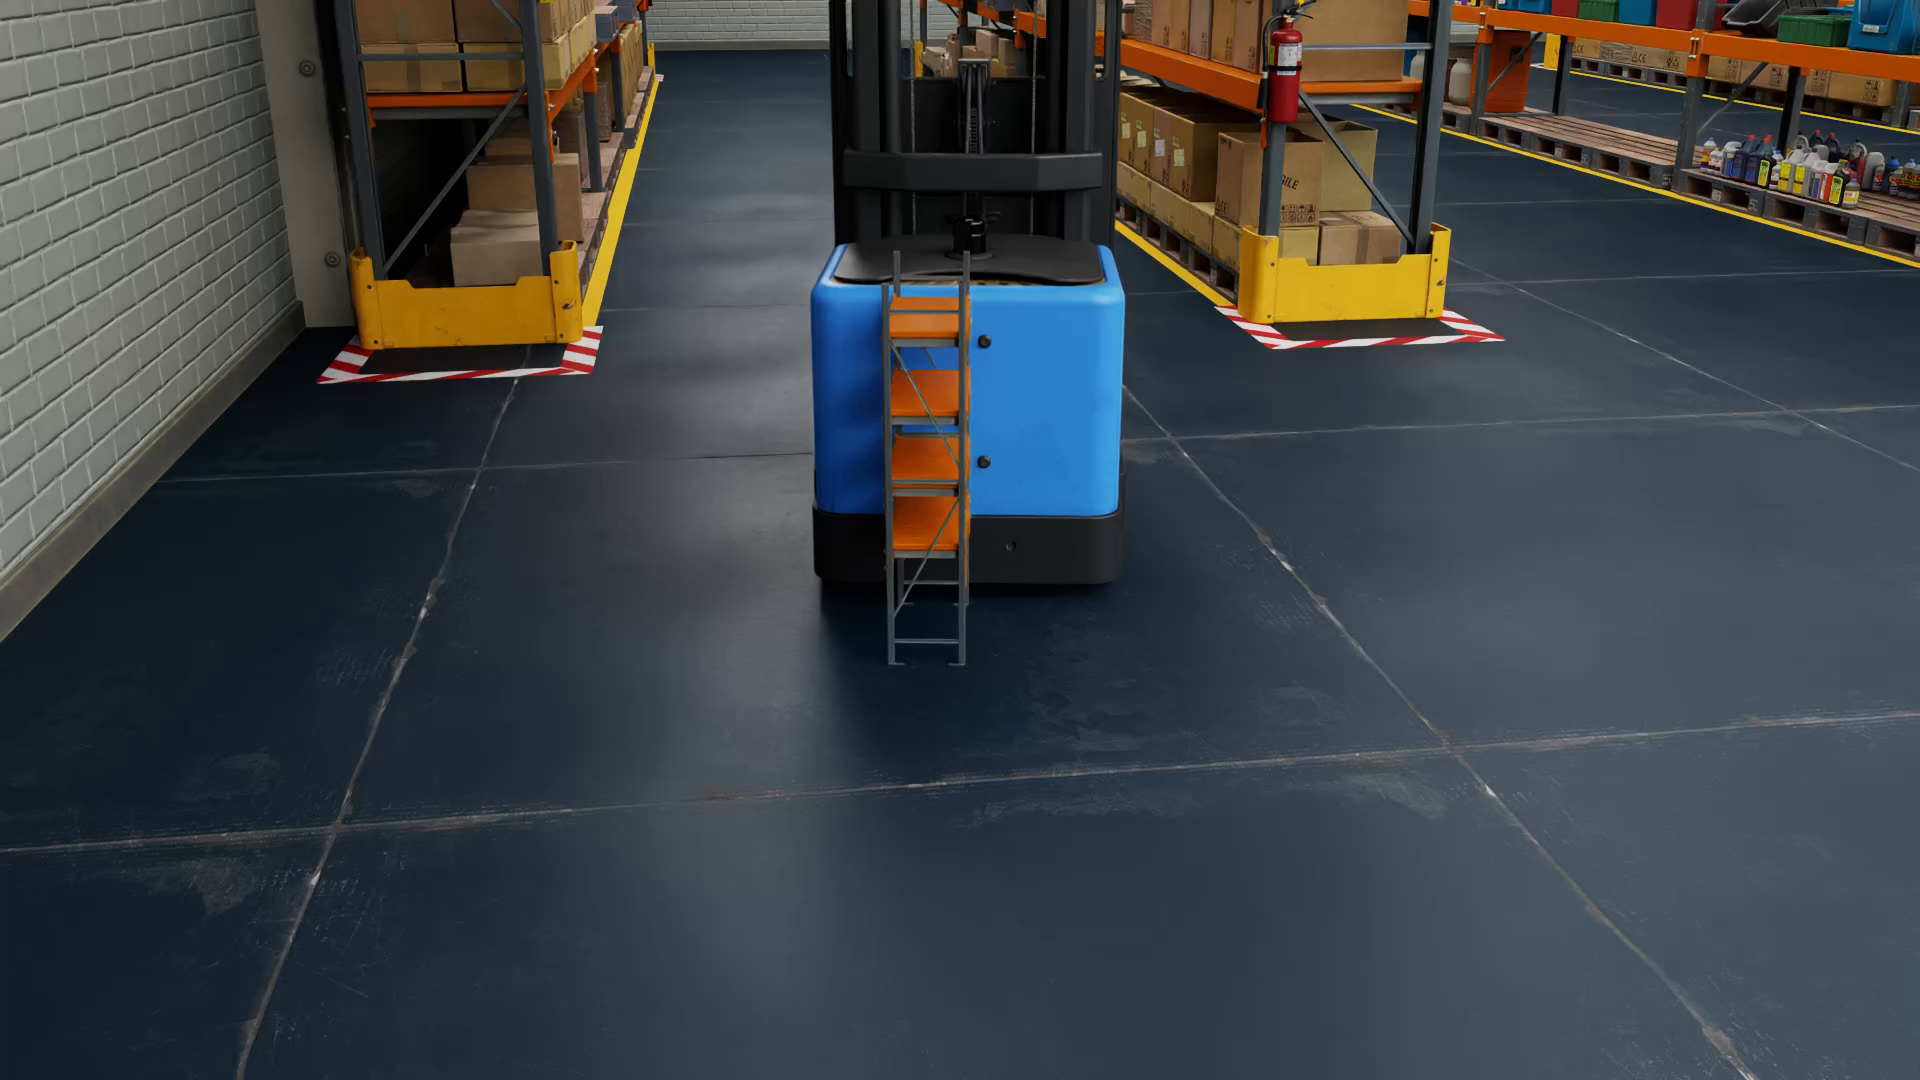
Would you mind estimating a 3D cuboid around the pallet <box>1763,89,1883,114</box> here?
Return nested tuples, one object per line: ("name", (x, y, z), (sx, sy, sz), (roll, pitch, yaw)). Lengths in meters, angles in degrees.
("pallet", (10.665, -5.402, 20.378), (1.003, 0.211, 1.213), (-3, 21, -8))

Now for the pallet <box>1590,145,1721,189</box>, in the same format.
("pallet", (6.400, -3.339, 14.855), (1.003, 0.211, 1.213), (-3, 21, -8))

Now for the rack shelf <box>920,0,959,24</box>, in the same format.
("rack shelf", (0.208, -7.252, 22.375), (1.077, 0.370, 4.000), (-3, 21, -8))

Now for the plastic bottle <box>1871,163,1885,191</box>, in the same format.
("plastic bottle", (7.068, -2.788, 12.764), (0.097, 0.201, 0.097), (0, 20, 0))

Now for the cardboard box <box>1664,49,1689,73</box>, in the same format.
("cardboard box", (10.284, -6.829, 22.650), (0.875, 0.875, 0.875), (-3, 21, -8))

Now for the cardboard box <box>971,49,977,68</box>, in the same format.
("cardboard box", (0.413, -5.568, 19.781), (0.500, 0.500, 0.500), (-3, 21, -7))

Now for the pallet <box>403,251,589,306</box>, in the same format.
("pallet", (-2.768, -1.494, 9.914), (1.003, 0.211, 1.213), (-3, 21, -8))

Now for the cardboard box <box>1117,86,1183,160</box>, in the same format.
("cardboard box", (1.407, -3.211, 12.783), (0.500, 0.500, 0.500), (-3, 21, -8))

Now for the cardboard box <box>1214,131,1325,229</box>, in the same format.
("cardboard box", (1.855, -2.173, 10.004), (0.500, 0.500, 0.500), (-3, 21, -8))

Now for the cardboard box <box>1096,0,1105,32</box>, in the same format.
("cardboard box", (1.341, -4.359, 13.792), (0.396, 0.266, 0.258), (-3, 21, -9))

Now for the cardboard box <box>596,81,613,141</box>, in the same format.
("cardboard box", (-3.673, -4.049, 15.714), (0.700, 0.500, 0.500), (-3, 21, -7))

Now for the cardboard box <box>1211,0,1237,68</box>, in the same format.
("cardboard box", (2.025, -3.305, 10.635), (0.700, 0.500, 0.500), (-3, 21, -7))

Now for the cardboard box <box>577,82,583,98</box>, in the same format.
("cardboard box", (-3.574, -4.022, 14.570), (0.500, 0.250, 0.500), (-3, 21, -8))

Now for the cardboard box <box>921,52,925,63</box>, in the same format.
("cardboard box", (-0.360, -6.990, 24.090), (0.380, 0.149, 0.250), (-3, 21, -8))

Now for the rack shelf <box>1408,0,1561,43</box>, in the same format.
("rack shelf", (5.687, -6.116, 19.332), (1.077, 0.370, 4.000), (-3, 21, -8))

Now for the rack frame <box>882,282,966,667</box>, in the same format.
("rack frame", (-0.104, -0.172, 4.961), (0.240, 1.200, 0.015), (1, 20, 2))

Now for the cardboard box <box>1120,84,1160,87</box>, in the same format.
("cardboard box", (1.614, -3.986, 15.130), (0.500, 0.311, 0.500), (-2, 21, -6))

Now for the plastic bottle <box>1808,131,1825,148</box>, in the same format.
("plastic bottle", (6.930, -3.132, 13.473), (0.144, 0.351, 0.185), (-3, 21, -9))

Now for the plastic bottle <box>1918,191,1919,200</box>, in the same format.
("plastic bottle", (7.161, -2.647, 12.269), (0.061, 0.283, 0.133), (-3, 21, -7))

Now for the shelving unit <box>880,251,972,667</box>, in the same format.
("shelving unit", (-0.097, -0.257, 5.189), (0.258, 1.200, 0.503), (1, 20, 2))

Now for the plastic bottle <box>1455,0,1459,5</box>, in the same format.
("plastic bottle", (5.449, -5.940, 18.118), (0.097, 0.201, 0.097), (0, 20, 0))

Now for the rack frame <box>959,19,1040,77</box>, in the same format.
("rack frame", (0.497, -6.897, 20.395), (1.000, 3.000, 0.127), (-3, 21, -8))

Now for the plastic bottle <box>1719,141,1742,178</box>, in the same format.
("plastic bottle", (6.238, -3.063, 13.393), (0.152, 0.276, 0.135), (-2, 21, -6))

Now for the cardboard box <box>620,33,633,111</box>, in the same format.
("cardboard box", (-3.924, -5.015, 17.829), (0.750, 0.750, 0.750), (-3, 21, -8))

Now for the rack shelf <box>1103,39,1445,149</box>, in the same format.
("rack shelf", (1.938, -3.098, 11.251), (1.077, 0.370, 4.000), (-3, 21, -8))

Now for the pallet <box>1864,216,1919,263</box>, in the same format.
("pallet", (6.959, -1.990, 11.242), (1.003, 0.211, 1.213), (-3, 21, -8))

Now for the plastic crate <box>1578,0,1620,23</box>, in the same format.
("plastic crate", (6.022, -4.865, 15.258), (0.450, 0.188, 0.662), (-3, 21, -8))

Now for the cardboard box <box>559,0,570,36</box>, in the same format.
("cardboard box", (-2.508, -3.133, 9.432), (0.500, 0.500, 0.500), (-3, 21, -8))

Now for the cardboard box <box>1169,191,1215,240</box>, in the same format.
("cardboard box", (1.699, -2.167, 11.061), (0.500, 0.250, 0.500), (-3, 21, -8))

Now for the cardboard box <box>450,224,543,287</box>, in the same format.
("cardboard box", (-2.686, -1.682, 9.645), (0.500, 0.311, 0.500), (-5, 21, -14))

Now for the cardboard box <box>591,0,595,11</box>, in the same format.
("cardboard box", (-2.878, -4.018, 11.801), (0.500, 0.500, 0.500), (-3, 21, -8))

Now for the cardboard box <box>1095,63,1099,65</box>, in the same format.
("cardboard box", (1.209, -4.900, 17.992), (0.500, 0.500, 0.500), (-4, 21, -10))

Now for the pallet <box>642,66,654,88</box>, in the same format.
("pallet", (-4.789, -6.451, 23.188), (1.003, 0.211, 1.213), (-3, 21, -8))

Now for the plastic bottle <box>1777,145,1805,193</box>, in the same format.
("plastic bottle", (6.346, -2.828, 12.657), (0.144, 0.351, 0.185), (-3, 21, -8))

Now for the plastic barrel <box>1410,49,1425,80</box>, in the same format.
("plastic barrel", (5.555, -5.542, 19.723), (0.421, 0.512, 0.421), (0, 20, 0))

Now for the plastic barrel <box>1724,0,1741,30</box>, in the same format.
("plastic barrel", (6.796, -4.759, 13.955), (0.600, 0.901, 0.708), (-3, 21, -8))

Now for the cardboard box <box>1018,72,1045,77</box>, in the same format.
("cardboard box", (0.858, -4.487, 16.471), (0.500, 0.311, 0.500), (-2, 21, -6))

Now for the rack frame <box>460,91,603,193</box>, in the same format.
("rack frame", (-3.252, -3.876, 12.306), (1.000, 3.000, 0.127), (-3, 21, -8))

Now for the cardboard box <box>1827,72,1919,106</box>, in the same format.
("cardboard box", (10.798, -5.452, 18.962), (1.225, 0.875, 0.875), (-4, 21, -10))

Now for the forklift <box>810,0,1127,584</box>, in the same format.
("forklift", (0.064, -1.689, 6.550), (1.130, 2.935, 3.031), (1, 20, 2))

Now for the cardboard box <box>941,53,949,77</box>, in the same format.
("cardboard box", (0.026, -6.286, 21.973), (0.500, 0.311, 0.500), (-3, 21, -8))

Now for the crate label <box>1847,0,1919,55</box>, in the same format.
("crate label", (6.596, -3.631, 11.600), (0.502, 0.435, 0.616), (-3, 21, -8))

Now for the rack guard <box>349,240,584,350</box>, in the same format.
("rack guard", (-2.686, -1.346, 9.106), (1.175, 0.500, 0.348), (-3, 21, -8))

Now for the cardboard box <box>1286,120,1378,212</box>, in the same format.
("cardboard box", (2.295, -2.372, 10.537), (0.500, 0.500, 0.500), (-3, 21, -8))

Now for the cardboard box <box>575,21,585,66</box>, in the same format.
("cardboard box", (-2.658, -3.146, 10.538), (0.500, 0.250, 0.500), (-3, 21, -7))

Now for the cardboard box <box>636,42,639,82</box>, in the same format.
("cardboard box", (-4.480, -6.110, 21.259), (0.700, 0.500, 0.500), (-3, 21, -8))

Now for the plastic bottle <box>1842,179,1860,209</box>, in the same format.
("plastic bottle", (6.430, -2.500, 11.992), (0.097, 0.201, 0.097), (0, 20, 0))

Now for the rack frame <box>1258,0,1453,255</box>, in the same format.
("rack frame", (2.226, -2.742, 9.271), (1.000, 3.000, 0.127), (-3, 21, -8))

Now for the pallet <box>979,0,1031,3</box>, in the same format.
("pallet", (0.788, -6.095, 18.522), (1.003, 0.211, 1.213), (-3, 21, -8))

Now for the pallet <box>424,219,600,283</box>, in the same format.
("pallet", (-2.941, -1.915, 11.043), (1.003, 0.211, 1.213), (-3, 21, -8))

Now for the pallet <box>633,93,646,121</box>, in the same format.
("pallet", (-4.219, -5.076, 19.505), (1.003, 0.211, 1.213), (-3, 21, -8))
